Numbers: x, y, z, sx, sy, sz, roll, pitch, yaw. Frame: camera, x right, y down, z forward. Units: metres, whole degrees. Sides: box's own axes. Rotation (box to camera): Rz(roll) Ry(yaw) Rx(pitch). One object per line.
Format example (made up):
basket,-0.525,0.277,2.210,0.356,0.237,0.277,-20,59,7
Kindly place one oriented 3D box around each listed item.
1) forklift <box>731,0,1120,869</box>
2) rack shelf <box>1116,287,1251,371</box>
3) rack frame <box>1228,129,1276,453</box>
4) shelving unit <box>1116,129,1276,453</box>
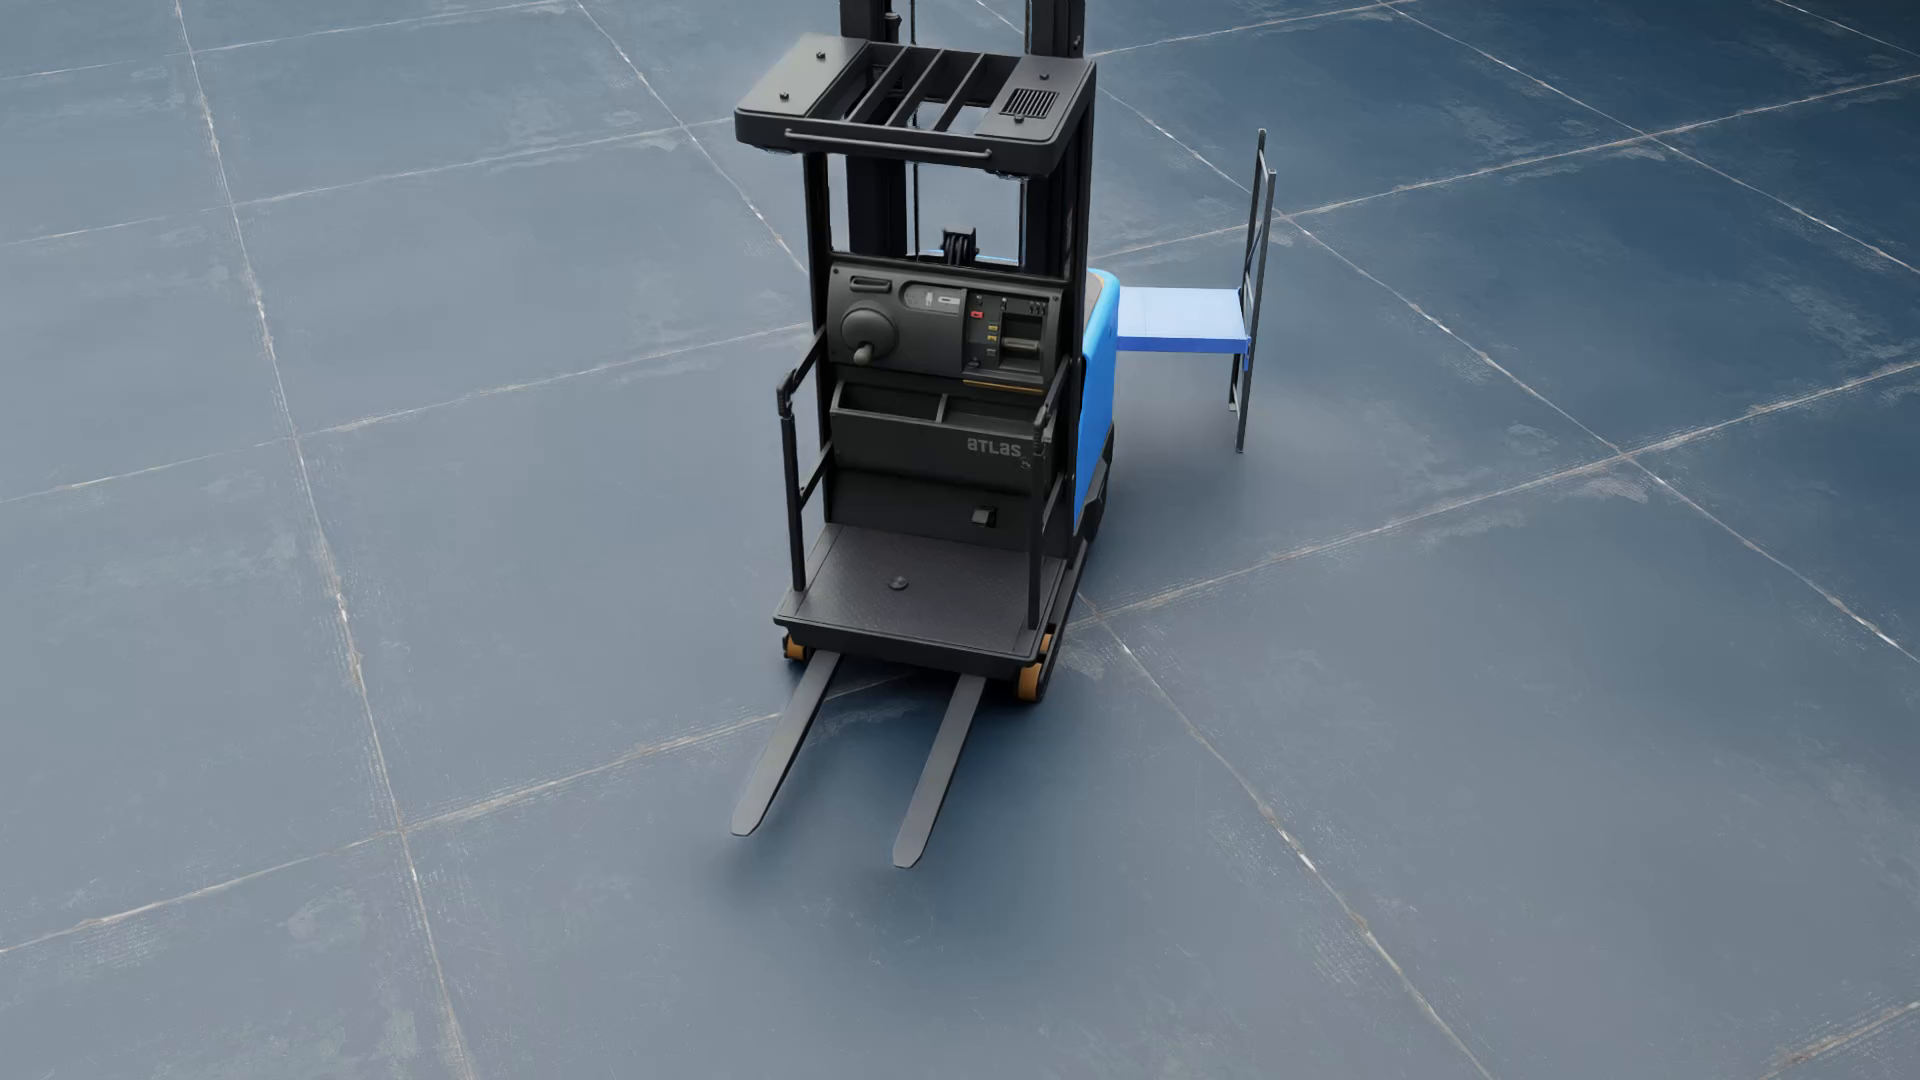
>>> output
forklift,-0.119,-0.770,6.328,1.130,2.935,3.031,9,37,12
rack shelf,0.906,-1.059,8.221,1.000,0.185,0.538,2,37,2
rack frame,1.414,-1.189,8.094,0.032,1.500,0.500,2,37,2
shelving unit,0.906,-1.203,8.113,1.048,1.500,0.538,2,37,2
